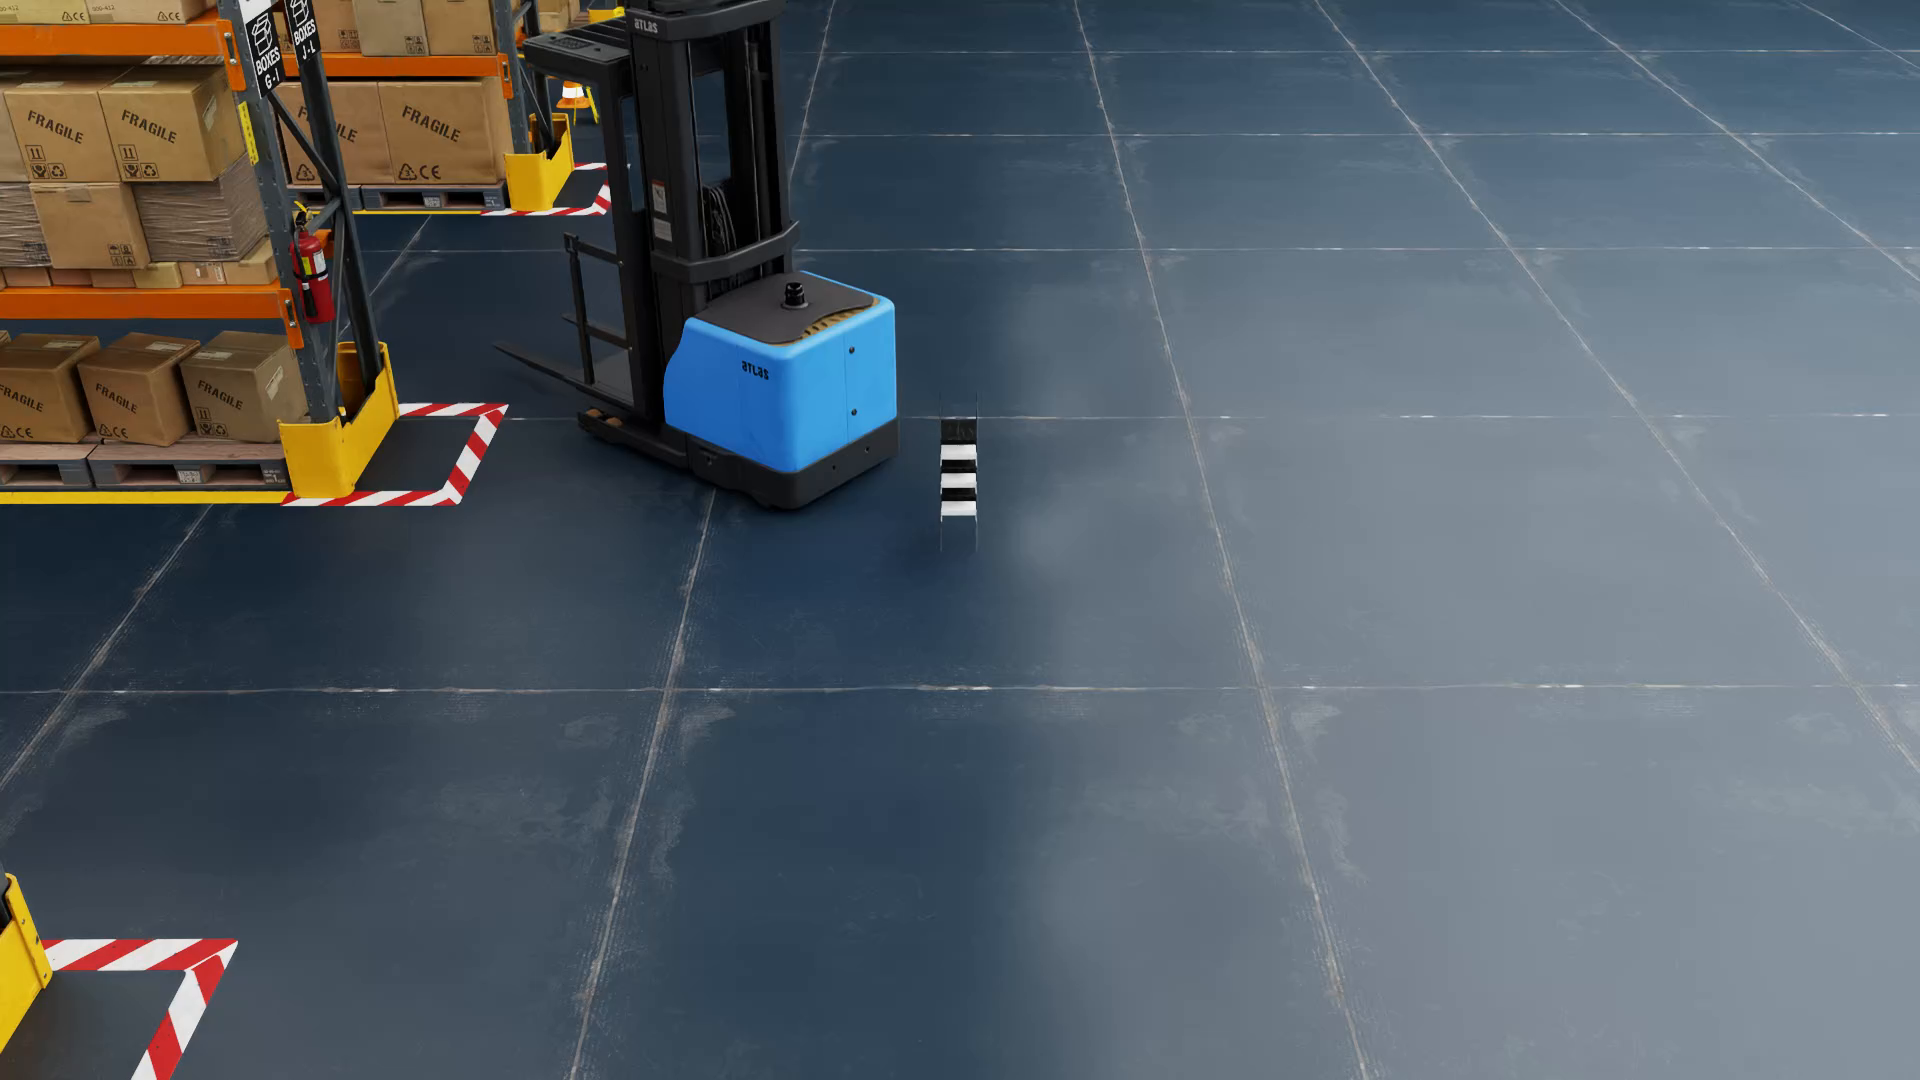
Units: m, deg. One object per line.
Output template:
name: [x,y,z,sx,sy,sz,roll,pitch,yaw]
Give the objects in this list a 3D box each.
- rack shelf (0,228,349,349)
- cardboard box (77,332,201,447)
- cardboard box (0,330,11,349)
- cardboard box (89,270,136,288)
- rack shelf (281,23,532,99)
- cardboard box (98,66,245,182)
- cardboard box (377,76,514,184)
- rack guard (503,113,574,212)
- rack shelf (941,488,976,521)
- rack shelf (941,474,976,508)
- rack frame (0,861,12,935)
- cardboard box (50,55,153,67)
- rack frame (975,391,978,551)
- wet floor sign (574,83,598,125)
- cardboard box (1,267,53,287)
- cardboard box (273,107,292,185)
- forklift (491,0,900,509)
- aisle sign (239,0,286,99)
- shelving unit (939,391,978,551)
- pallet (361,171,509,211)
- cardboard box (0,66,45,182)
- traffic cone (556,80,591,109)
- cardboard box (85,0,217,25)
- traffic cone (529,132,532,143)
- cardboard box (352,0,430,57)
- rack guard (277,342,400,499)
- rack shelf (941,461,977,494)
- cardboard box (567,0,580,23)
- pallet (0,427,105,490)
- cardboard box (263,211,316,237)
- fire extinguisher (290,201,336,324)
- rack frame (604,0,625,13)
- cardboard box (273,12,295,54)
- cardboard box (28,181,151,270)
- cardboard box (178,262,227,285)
rack shelf: [-5.798,-1.523,9.952,4.000,0.370,1.077,0,31,0]
cardboard box: [-5.020,-0.935,10.294,0.500,0.500,0.500,8,32,13]
cardboard box: [-6.205,-0.964,10.342,0.500,0.500,0.500,-3,31,-5]
cardboard box: [-4.832,-1.601,9.628,0.250,0.149,0.380,0,31,0]
rack shelf: [-5.727,-4.096,14.193,4.000,0.370,1.077,0,31,0]
cardboard box: [-4.347,-2.305,9.199,0.500,0.500,0.500,0,31,0]
cardboard box: [-4.405,-3.645,14.399,0.875,0.875,0.875,0,31,0]
rack guard: [-3.703,-3.342,14.665,0.348,0.500,1.175,0,31,0]
rack shelf: [-0.008,-0.202,9.516,0.200,0.077,0.258,0,31,0]
rack shelf: [-0.008,-0.279,9.470,0.200,0.077,0.258,0,31,0]
rack frame: [-3.768,0.732,5.541,0.127,3.000,1.000,0,31,0]
cardboard box: [-4.850,-2.576,9.646,0.500,0.500,0.500,0,31,0]
rack frame: [0.094,-0.385,9.406,0.006,0.900,0.240,0,31,0]
wet floor sign: [-3.710,-4.431,16.320,0.232,0.644,0.267,-5,32,-9]
cardboard box: [-5.332,-1.609,9.642,0.250,0.149,0.380,0,31,0]
cardboard box: [-6.196,-3.639,14.389,0.875,0.875,0.875,0,31,0]
forklift: [-1.839,-2.057,10.204,3.031,2.935,1.130,23,38,33]
aisle sign: [-3.734,-2.793,8.845,0.004,0.787,0.394,0,31,0]
shelving unit: [-0.008,-0.385,9.406,0.210,0.900,0.258,0,31,0]
pallet: [-4.526,-3.175,14.669,1.213,0.211,1.003,0,31,0]
cardboard box: [-5.347,-2.300,9.191,0.500,0.500,0.500,0,31,0]
traffic cone: [-3.933,-4.648,16.853,0.334,0.463,0.336,0,31,0]
cardboard box: [-4.279,-2.922,8.817,0.500,0.250,0.500,1,31,1]
traffic cone: [-4.267,-4.061,15.886,0.334,0.463,0.336,0,31,0]
cardboard box: [-4.648,-4.437,13.915,0.550,0.550,0.875,0,31,0]
rack guard: [-3.874,-0.768,10.423,0.348,0.500,1.175,0,31,0]
rack shelf: [-0.008,-0.356,9.423,0.200,0.077,0.258,0,31,0]
cardboard box: [-4.666,-6.122,19.084,0.500,0.250,0.500,0,31,-1]
pallet: [-5.904,-0.658,10.521,1.213,0.211,1.003,0,31,0]
cardboard box: [-4.085,-1.853,10.043,0.250,0.149,0.380,0,31,0]
fire extinguisher: [-3.681,-1.565,9.402,0.183,0.674,0.296,0,31,0]
rack frame: [-3.858,-6.978,18.248,0.127,3.000,1.000,0,31,0]
cardboard box: [-5.738,-4.477,13.982,0.500,0.550,0.875,0,31,0]
cardboard box: [-4.848,-1.956,9.588,0.500,0.500,0.875,0,31,0]
cardboard box: [-4.332,-1.621,9.662,0.250,0.149,0.380,0,31,0]
